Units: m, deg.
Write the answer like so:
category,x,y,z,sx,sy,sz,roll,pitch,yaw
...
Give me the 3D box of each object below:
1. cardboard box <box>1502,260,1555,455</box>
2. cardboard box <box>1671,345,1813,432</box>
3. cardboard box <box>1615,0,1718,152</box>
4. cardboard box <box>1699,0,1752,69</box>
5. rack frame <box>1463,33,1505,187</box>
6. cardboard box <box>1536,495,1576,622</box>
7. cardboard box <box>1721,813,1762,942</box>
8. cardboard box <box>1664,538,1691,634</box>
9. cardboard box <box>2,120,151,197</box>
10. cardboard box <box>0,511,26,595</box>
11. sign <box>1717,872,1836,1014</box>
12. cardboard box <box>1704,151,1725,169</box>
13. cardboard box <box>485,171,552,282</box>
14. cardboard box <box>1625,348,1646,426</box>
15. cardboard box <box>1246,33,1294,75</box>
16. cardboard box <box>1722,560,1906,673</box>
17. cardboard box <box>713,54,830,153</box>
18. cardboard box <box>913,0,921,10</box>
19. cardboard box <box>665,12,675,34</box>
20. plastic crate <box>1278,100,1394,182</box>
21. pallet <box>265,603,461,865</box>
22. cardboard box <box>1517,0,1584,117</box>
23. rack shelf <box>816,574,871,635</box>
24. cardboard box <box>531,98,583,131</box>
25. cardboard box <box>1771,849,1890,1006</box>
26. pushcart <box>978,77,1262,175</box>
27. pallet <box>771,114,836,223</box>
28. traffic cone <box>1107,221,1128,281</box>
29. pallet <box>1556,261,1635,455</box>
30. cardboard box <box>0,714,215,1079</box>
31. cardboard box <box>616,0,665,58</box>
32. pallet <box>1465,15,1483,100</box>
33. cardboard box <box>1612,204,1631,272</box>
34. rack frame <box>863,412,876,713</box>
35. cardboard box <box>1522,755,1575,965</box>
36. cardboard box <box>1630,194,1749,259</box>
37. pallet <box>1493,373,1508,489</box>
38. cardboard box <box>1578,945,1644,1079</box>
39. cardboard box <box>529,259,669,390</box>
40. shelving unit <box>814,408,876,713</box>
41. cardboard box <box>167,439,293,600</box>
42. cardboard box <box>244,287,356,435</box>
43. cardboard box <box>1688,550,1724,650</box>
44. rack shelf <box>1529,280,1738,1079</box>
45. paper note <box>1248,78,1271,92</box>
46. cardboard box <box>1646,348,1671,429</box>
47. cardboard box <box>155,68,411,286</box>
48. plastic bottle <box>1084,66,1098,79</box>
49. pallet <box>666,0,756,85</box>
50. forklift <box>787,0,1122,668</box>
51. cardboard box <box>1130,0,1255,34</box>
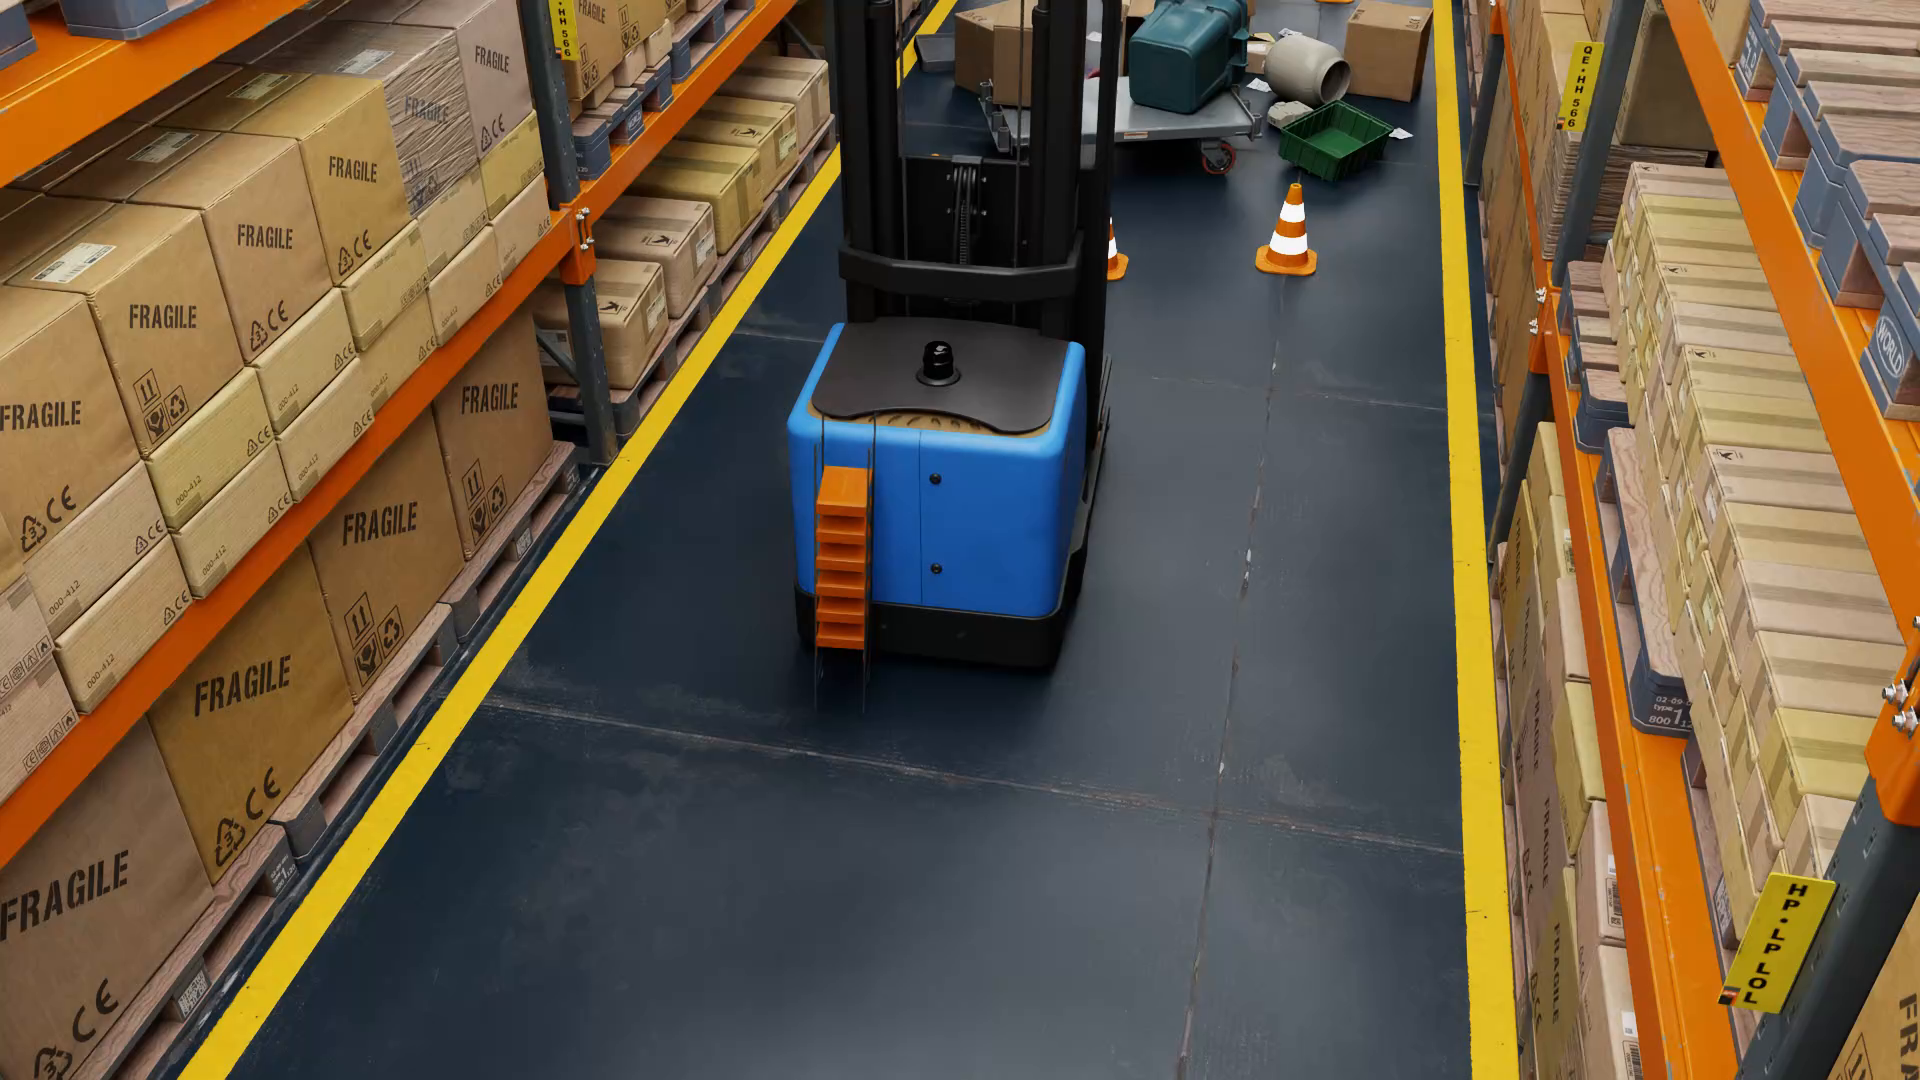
category,x,y,z,sx,sy,sz,roll,pitch,yaw
cardboard box,2.974,-0.678,7.188,1.050,0.750,0.750,7,36,9
cardboard box,2.189,-0.396,4.589,0.380,0.149,0.250,8,37,11
cardboard box,2.862,-1.782,6.216,0.700,0.500,0.500,7,37,10
cardboard box,2.173,-1.467,4.077,0.500,0.500,0.500,7,37,10
rack frame,3.611,-3.374,9.349,1.000,3.000,0.127,7,37,10
cardboard box,2.264,0.113,5.671,0.500,0.250,0.500,7,37,9
cardboard box,1.848,0.742,3.526,0.380,0.149,0.250,8,37,10
cardboard box,2.069,0.144,4.351,0.380,0.149,0.250,9,37,12
cardboard box,-2.778,-0.968,5.092,0.500,0.500,0.500,8,37,11
cardboard box,-2.580,-0.012,3.773,0.500,0.500,0.500,8,37,11
sign,1.359,0.676,2.775,0.100,0.325,0.005,7,37,10
cardboard box,3.116,-1.345,6.464,0.500,0.500,0.500,8,37,10
cardboard box,-1.955,-1.260,6.561,0.500,0.250,0.500,6,36,8
cardboard box,2.293,-0.455,5.177,0.380,0.149,0.250,9,37,12
cardboard box,2.179,-3.483,11.830,0.396,0.266,0.258,14,38,18
cardboard box,1.967,0.196,3.773,0.380,0.149,0.250,7,37,10
cardboard box,-1.356,-2.742,10.358,0.950,0.372,0.625,8,37,11
cardboard box,-0.527,-4.193,12.464,0.500,0.250,0.500,6,36,8
cardboard box,-1.599,-2.487,7.981,0.380,0.149,0.250,9,37,13
plastic crate,2.368,-2.523,10.522,0.450,0.188,0.662,36,48,26
pallet,-2.606,0.626,6.207,1.003,0.211,1.213,7,37,10
cardboard box,2.910,-2.280,7.755,0.500,0.500,0.500,8,37,11
rack shelf,-0.431,0.233,6.180,0.180,0.103,0.258,4,36,1
cardboard box,-1.850,-1.875,7.137,0.380,0.149,0.250,5,36,7
cardboard box,1.794,0.771,3.233,0.380,0.149,0.250,8,37,11
pushcart,0.991,-2.618,10.540,1.648,0.377,0.936,-5,36,-6
pallet,-1.411,-2.361,10.328,1.003,0.211,1.213,7,37,10
traffic cone,0.771,-1.731,9.245,0.336,0.463,0.334,7,37,10
pallet,2.708,-0.581,5.659,1.213,0.211,1.003,7,37,10
cardboard box,-2.901,0.975,4.802,0.875,0.875,0.875,8,37,11
cardboard box,-1.674,-2.503,7.451,0.500,0.500,0.500,9,37,12
pallet,4.108,-3.373,11.724,1.003,0.211,1.213,7,37,10
cardboard box,2.457,-1.018,5.701,0.380,0.149,0.250,9,37,12
rack frame,-0.332,0.107,6.081,0.006,1.200,0.240,4,36,1
cardboard box,2.038,1.011,5.071,0.500,0.500,0.500,7,36,9
cardboard box,2.414,-0.995,5.416,0.380,0.149,0.250,6,36,9
pallet,2.998,-0.394,7.614,1.003,0.211,1.213,7,37,10
cardboard box,1.814,1.292,4.044,0.500,0.250,0.500,6,36,9
cardboard box,-1.970,-1.072,8.055,0.950,0.372,0.625,5,36,7
shelving unit,-0.423,0.100,6.083,0.189,1.200,0.258,4,36,1
cardboard box,-2.369,-0.097,4.956,0.500,0.250,0.500,7,37,10
cardboard box,-2.262,-0.587,5.206,0.500,0.250,0.500,6,36,9
cardboard box,2.016,0.171,4.060,0.380,0.149,0.250,6,36,8
rack shelf,2.329,0.357,4.814,1.077,0.370,4.000,7,37,10
paper note,2.113,-3.177,11.614,0.172,0.023,0.155,20,41,26
cardboard box,2.240,-0.421,4.878,0.380,0.149,0.250,7,37,10
cardboard box,-2.170,-1.180,5.385,0.500,0.500,0.500,7,37,10
plastic bottle,0.861,-3.252,11.684,0.133,0.061,0.283,14,38,18
pallet,-1.718,-2.706,8.591,1.003,0.211,1.213,7,37,10
forklift,0.105,-1.551,6.893,1.130,2.935,3.031,6,36,8
cardboard box,1.706,-3.895,12.195,0.797,0.503,0.637,-17,39,-22
